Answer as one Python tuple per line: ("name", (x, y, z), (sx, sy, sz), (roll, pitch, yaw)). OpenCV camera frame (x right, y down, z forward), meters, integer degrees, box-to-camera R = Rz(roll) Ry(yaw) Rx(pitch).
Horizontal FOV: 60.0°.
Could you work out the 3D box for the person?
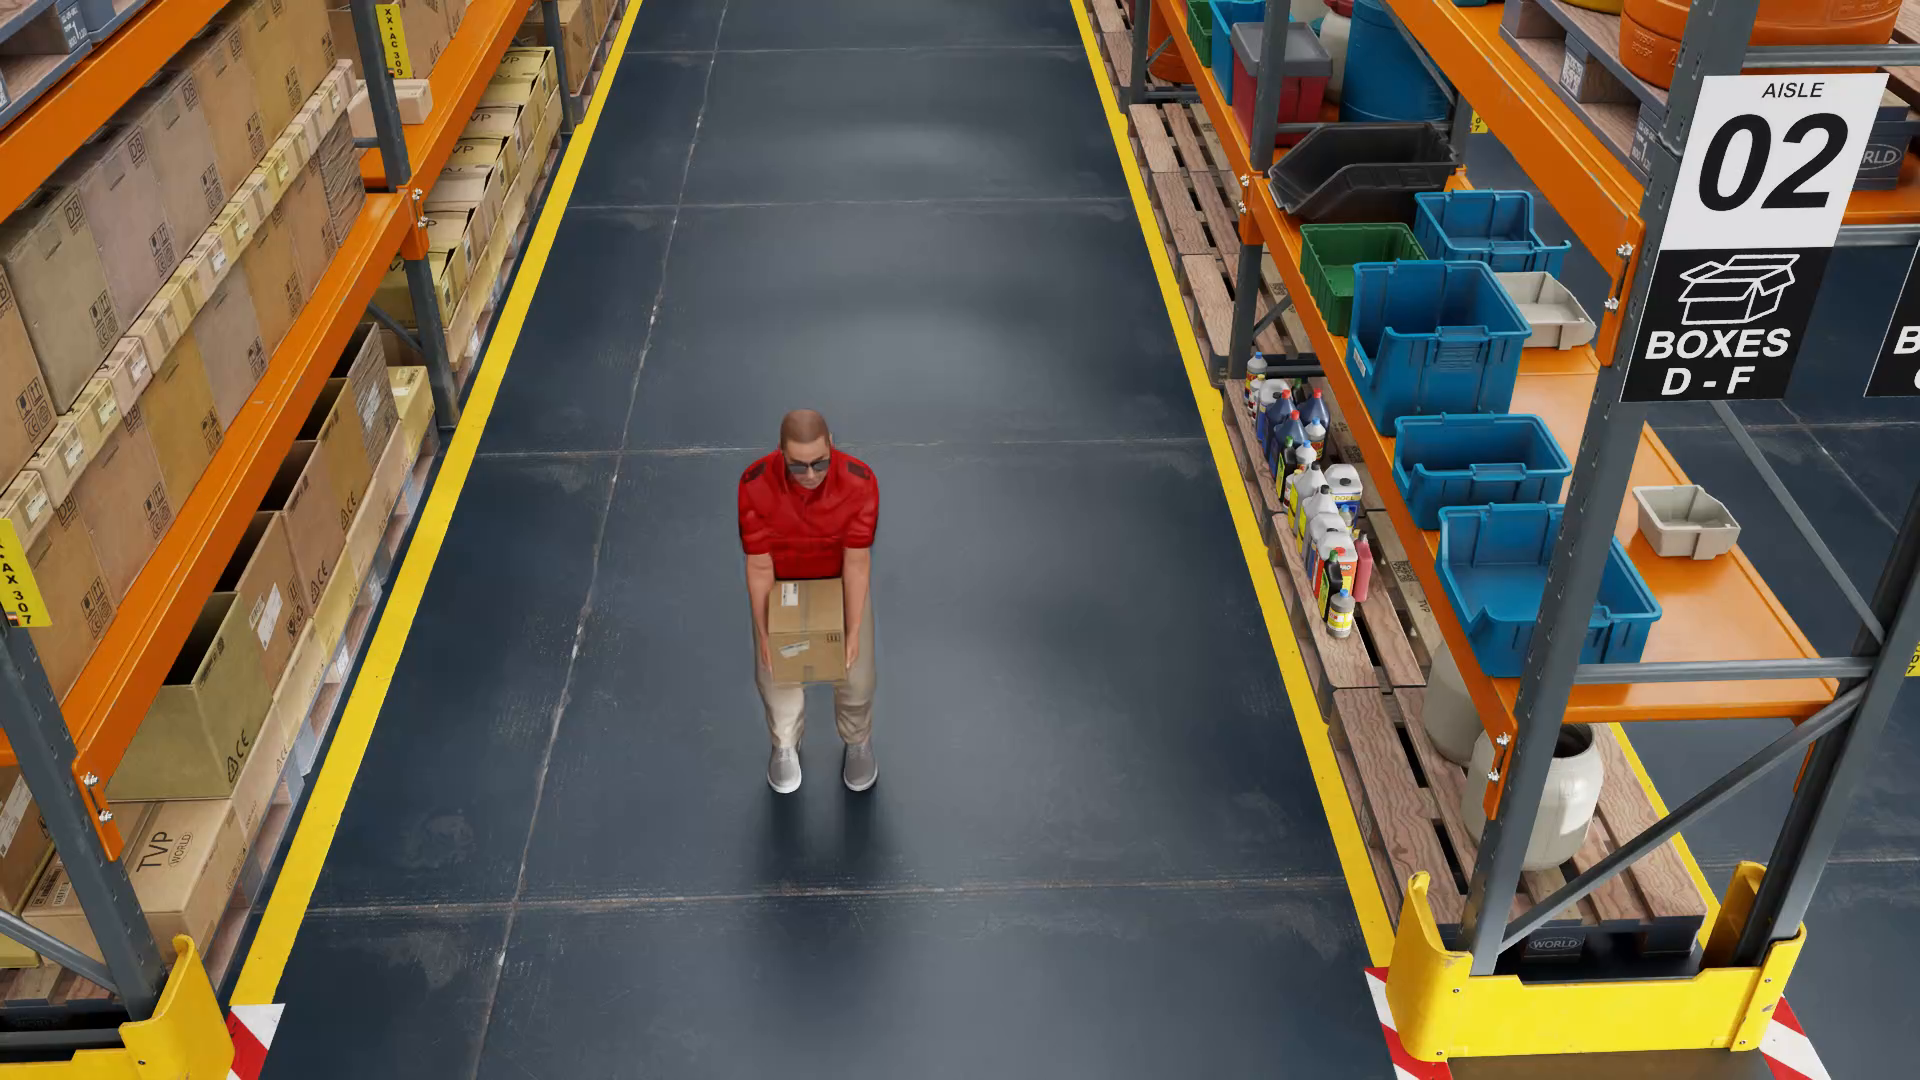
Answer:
("person", (-0.515, 0.221, 5.889), (0.481, 1.681, 0.593), (-2, 35, -3))
